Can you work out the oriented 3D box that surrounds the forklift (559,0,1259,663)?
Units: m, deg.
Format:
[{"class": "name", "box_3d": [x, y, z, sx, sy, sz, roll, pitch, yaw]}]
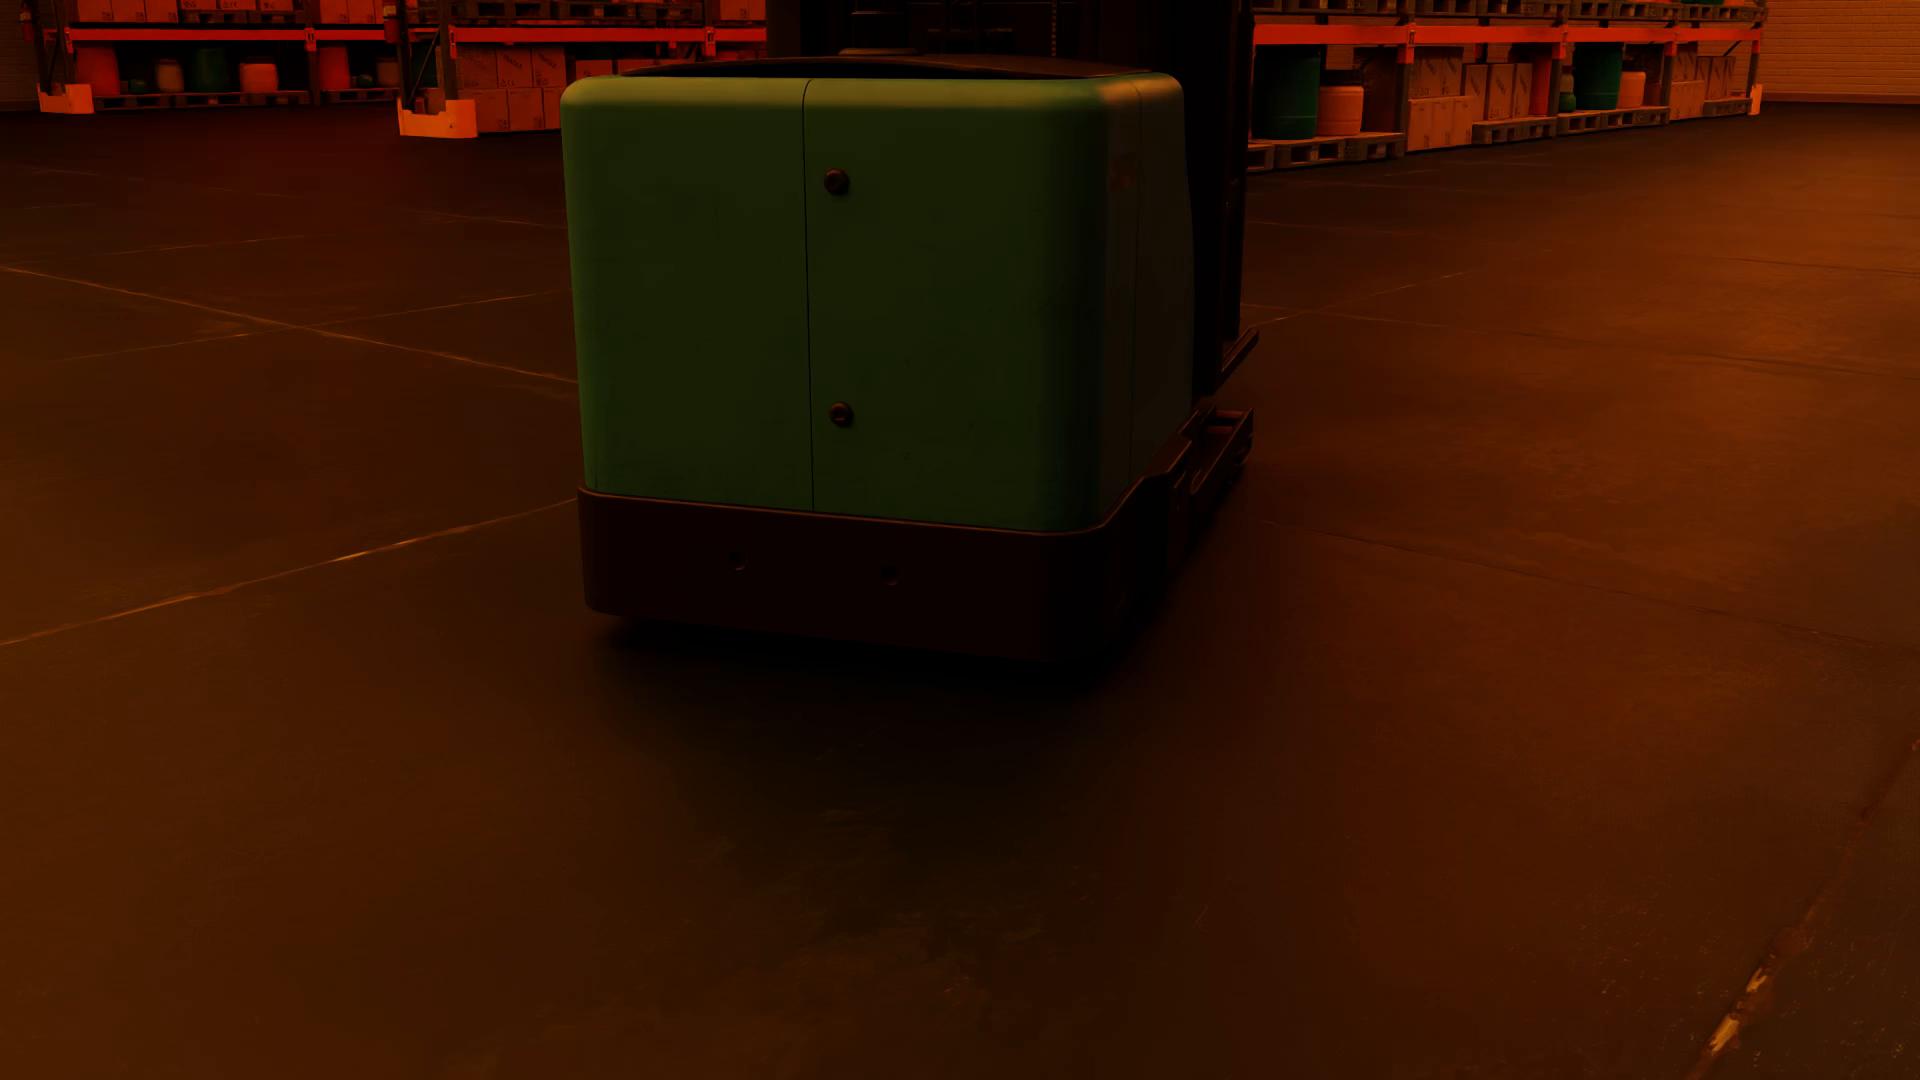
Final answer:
[{"class": "forklift", "box_3d": [0.182, -1.571, 4.072, 1.130, 2.935, 3.031, 5, 18, 17]}]
